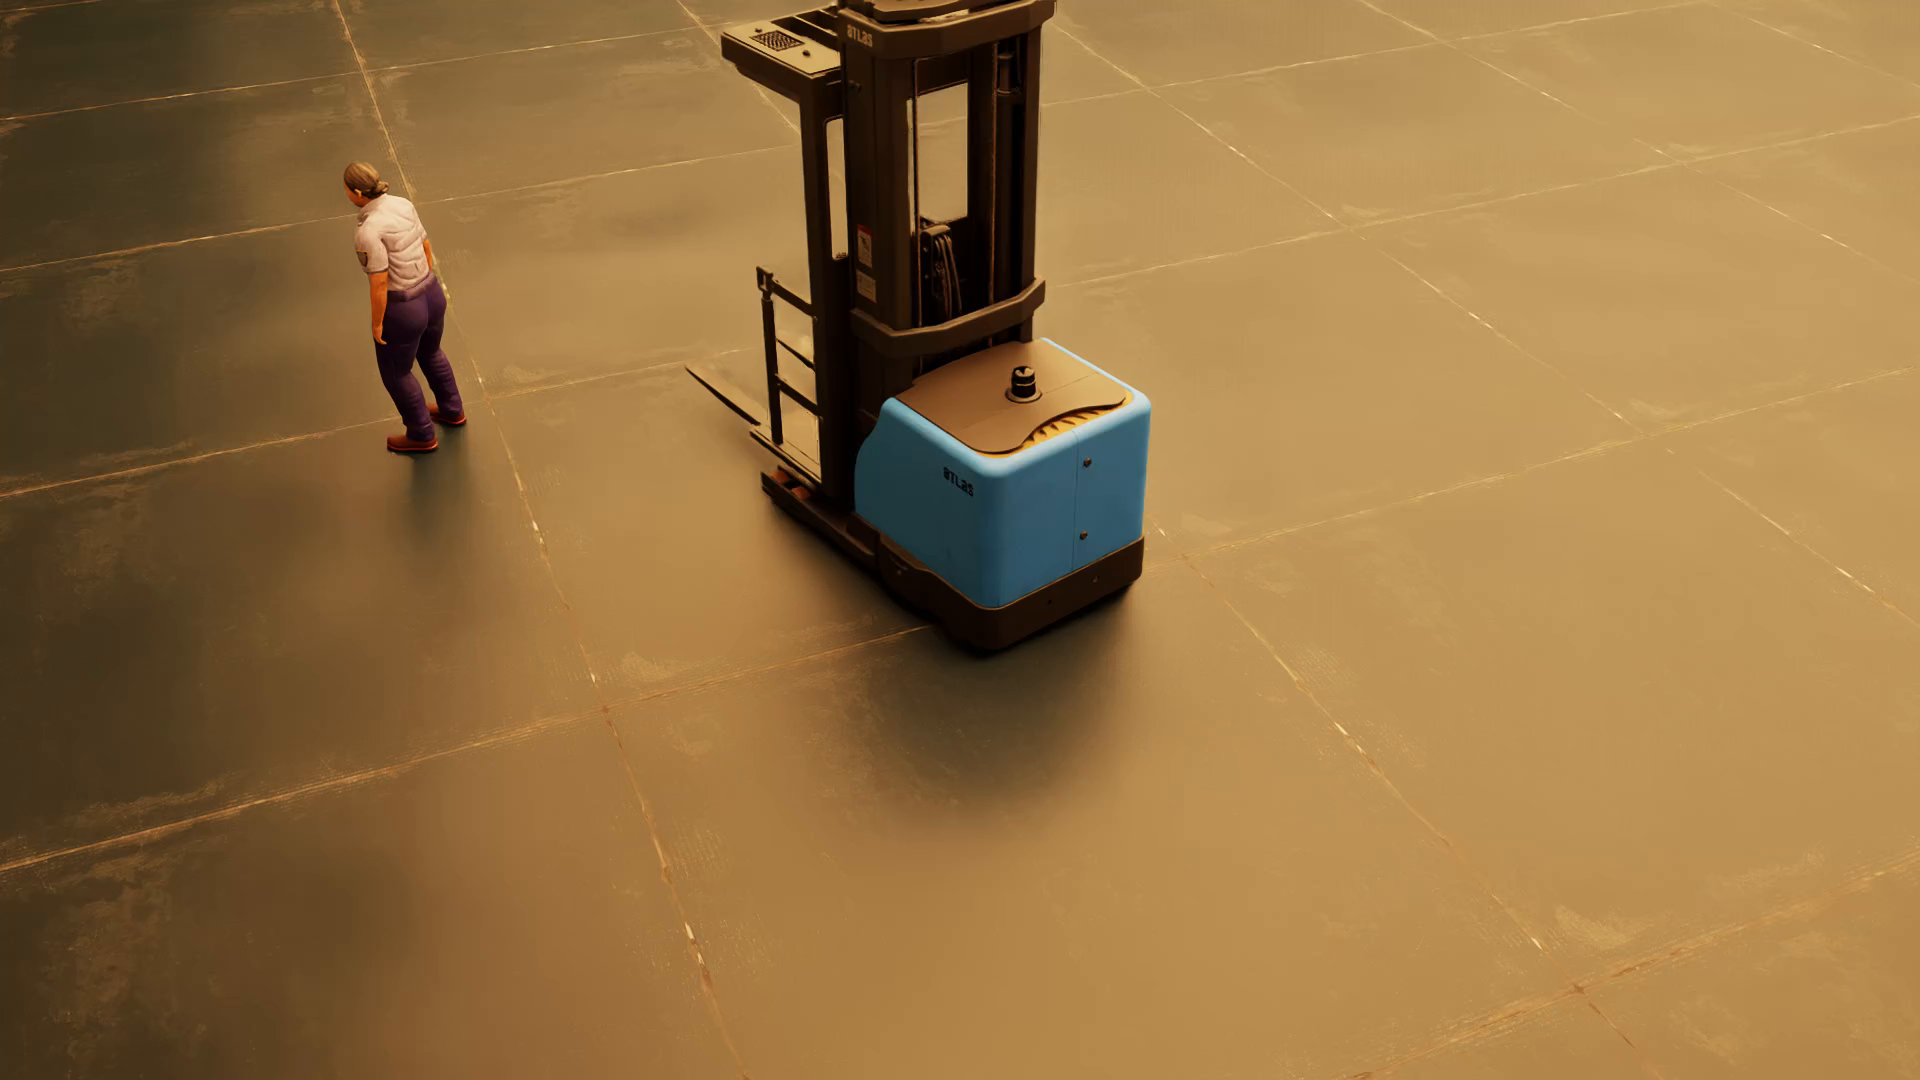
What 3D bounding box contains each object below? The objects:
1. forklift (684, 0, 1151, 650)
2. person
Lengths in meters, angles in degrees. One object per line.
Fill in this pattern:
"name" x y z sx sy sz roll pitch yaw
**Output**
"forklift" -0.405 -1.472 8.168 1.130 2.935 3.031 -25 42 -30
"person" -3.004 -1.267 8.988 0.373 1.650 0.548 11 37 15
